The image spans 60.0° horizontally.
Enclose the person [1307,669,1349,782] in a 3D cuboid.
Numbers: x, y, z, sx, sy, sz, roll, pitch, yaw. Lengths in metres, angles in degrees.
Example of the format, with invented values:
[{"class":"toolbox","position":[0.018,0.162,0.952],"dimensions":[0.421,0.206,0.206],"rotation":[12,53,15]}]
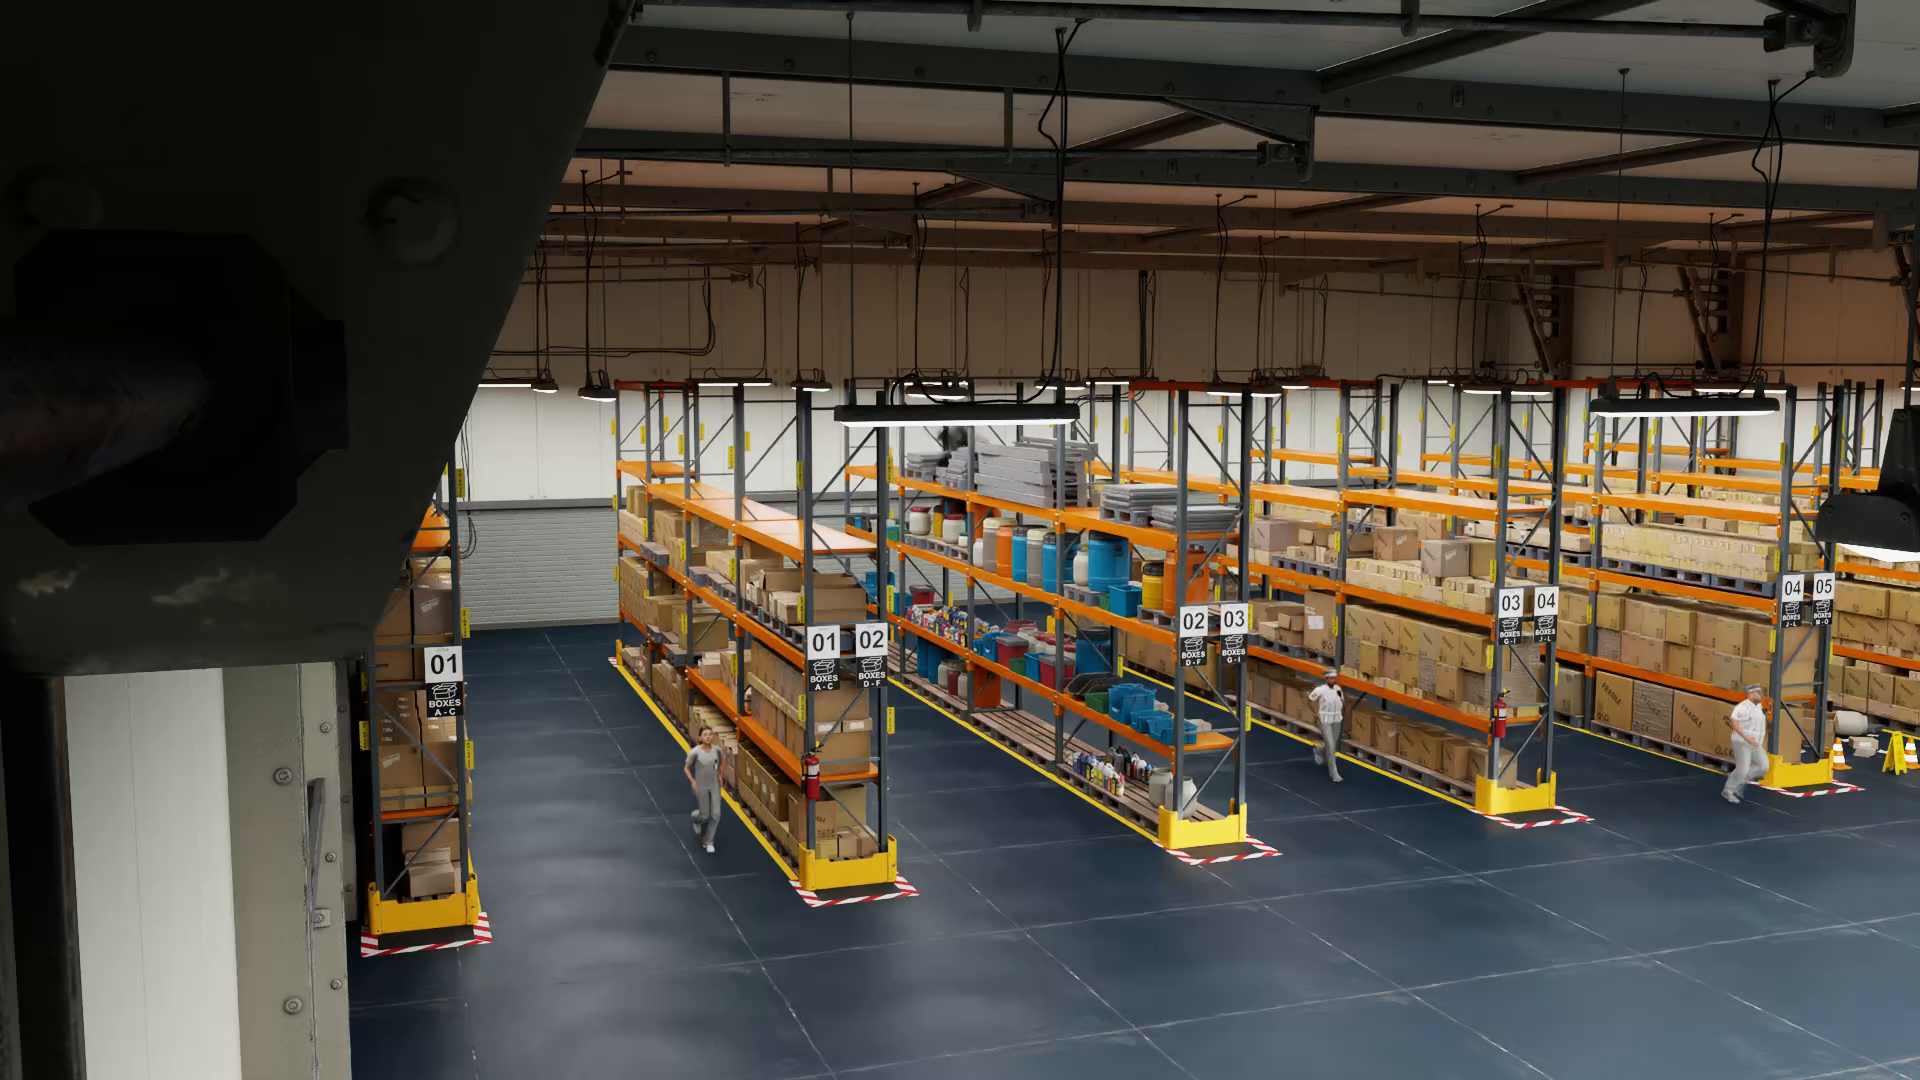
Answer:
[{"class":"person","position":[5.649,2.802,25.569],"dimensions":[0.560,1.703,0.879],"rotation":[-2,6,-20]}]

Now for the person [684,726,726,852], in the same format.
[{"class":"person","position":[-3.324,3.232,21.786],"dimensions":[0.565,1.631,0.605],"rotation":[-3,7,-25]}]

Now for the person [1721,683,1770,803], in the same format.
[{"class":"person","position":[11.496,2.933,24.159],"dimensions":[0.719,1.731,0.549],"rotation":[-3,7,-29]}]

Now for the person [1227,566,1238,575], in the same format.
[{"class":"person","position":[6.593,1.200,40.921],"dimensions":[0.505,1.640,0.675],"rotation":[-4,7,-32]}]
